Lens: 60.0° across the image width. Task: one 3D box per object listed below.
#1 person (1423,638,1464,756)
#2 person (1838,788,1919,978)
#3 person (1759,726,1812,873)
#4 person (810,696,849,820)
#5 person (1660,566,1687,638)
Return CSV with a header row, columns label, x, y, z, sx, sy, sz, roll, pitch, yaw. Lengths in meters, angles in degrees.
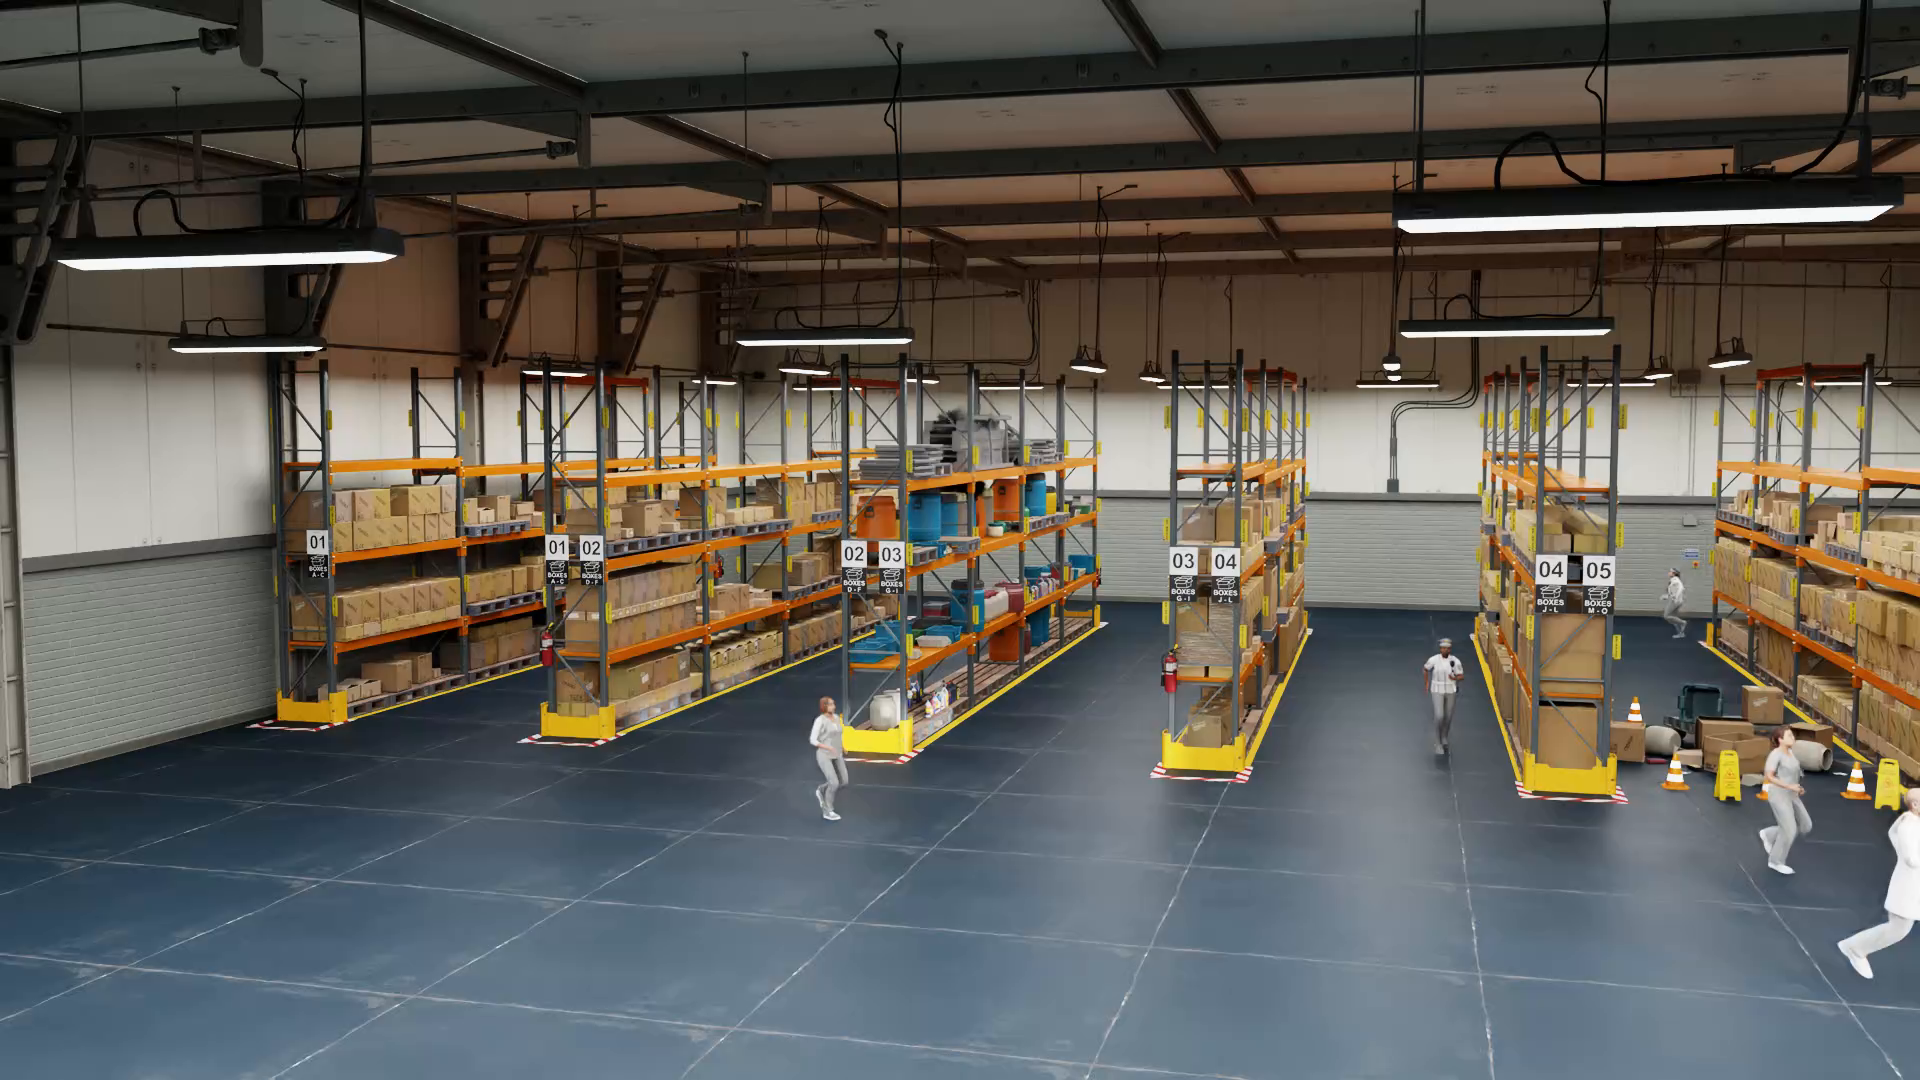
label,x,y,z,sx,sy,sz,roll,pitch,yaw
person,7.314,2.348,25.160,0.547,1.756,0.777,0,4,5
person,8.320,3.037,14.524,1.005,1.764,0.703,4,6,44
person,9.130,2.876,18.442,0.613,1.615,0.560,-3,5,-39
person,-1.644,2.728,20.849,0.560,1.550,0.532,3,5,40
person,16.440,1.432,38.304,0.605,1.660,0.648,2,5,27
